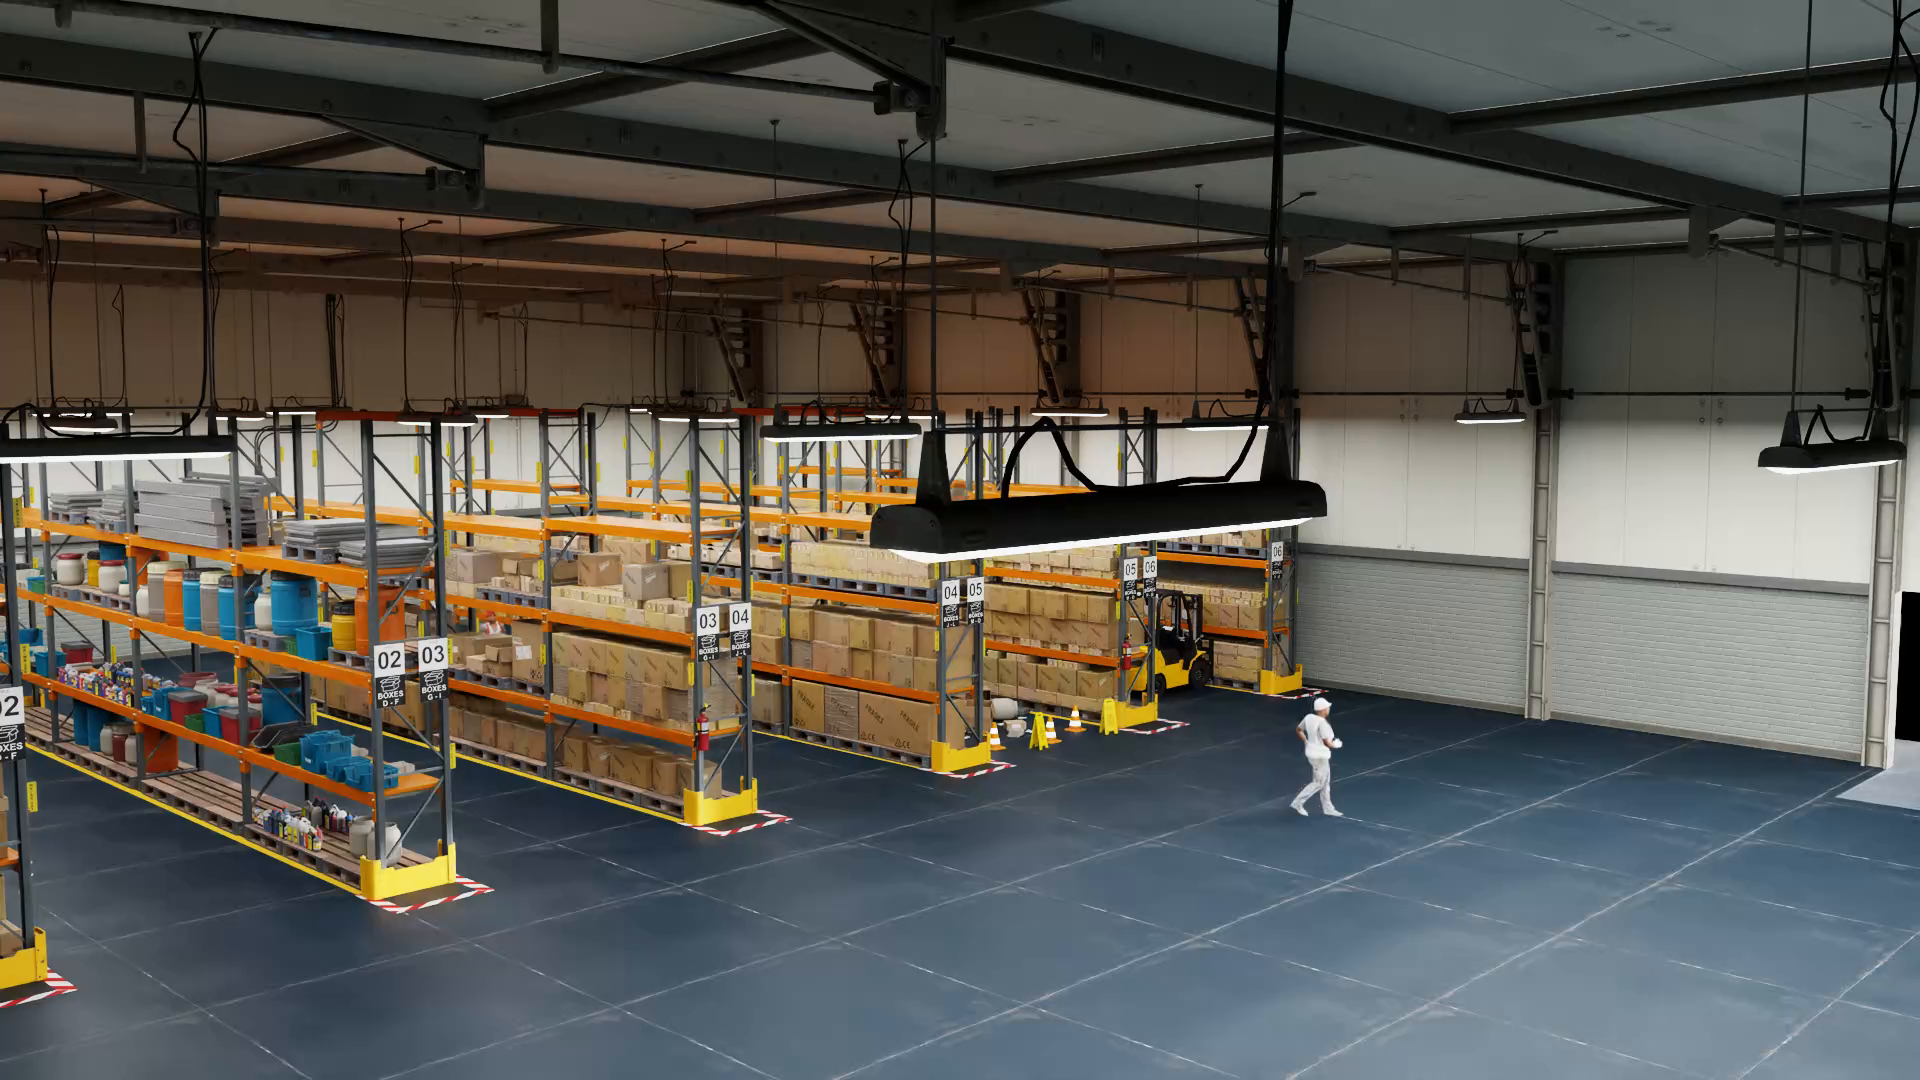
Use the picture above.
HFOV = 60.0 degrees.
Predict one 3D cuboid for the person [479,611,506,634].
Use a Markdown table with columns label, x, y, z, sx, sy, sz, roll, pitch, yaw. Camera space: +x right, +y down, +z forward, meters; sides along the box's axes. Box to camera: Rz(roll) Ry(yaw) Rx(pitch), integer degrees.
| label | x | y | z | sx | sy | sz | roll | pitch | yaw |
| --- | --- | --- | --- | --- | --- | --- | --- | --- | --- |
| person | -9.857 | 2.345 | 35.244 | 0.663 | 1.745 | 0.508 | -4 | 7 | -39 |

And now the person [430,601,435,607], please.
| label | x | y | z | sx | sy | sz | roll | pitch | yaw |
| --- | --- | --- | --- | --- | --- | --- | --- | --- | --- |
| person | -12.685 | 1.976 | 40.020 | 0.947 | 1.613 | 0.769 | -3 | 6 | -30 |

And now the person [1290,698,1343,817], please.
| label | x | y | z | sx | sy | sz | roll | pitch | yaw |
| --- | --- | --- | --- | --- | --- | --- | --- | --- | --- |
| person | 5.310 | 3.245 | 24.729 | 0.879 | 1.801 | 0.707 | -1 | 5 | -11 |
